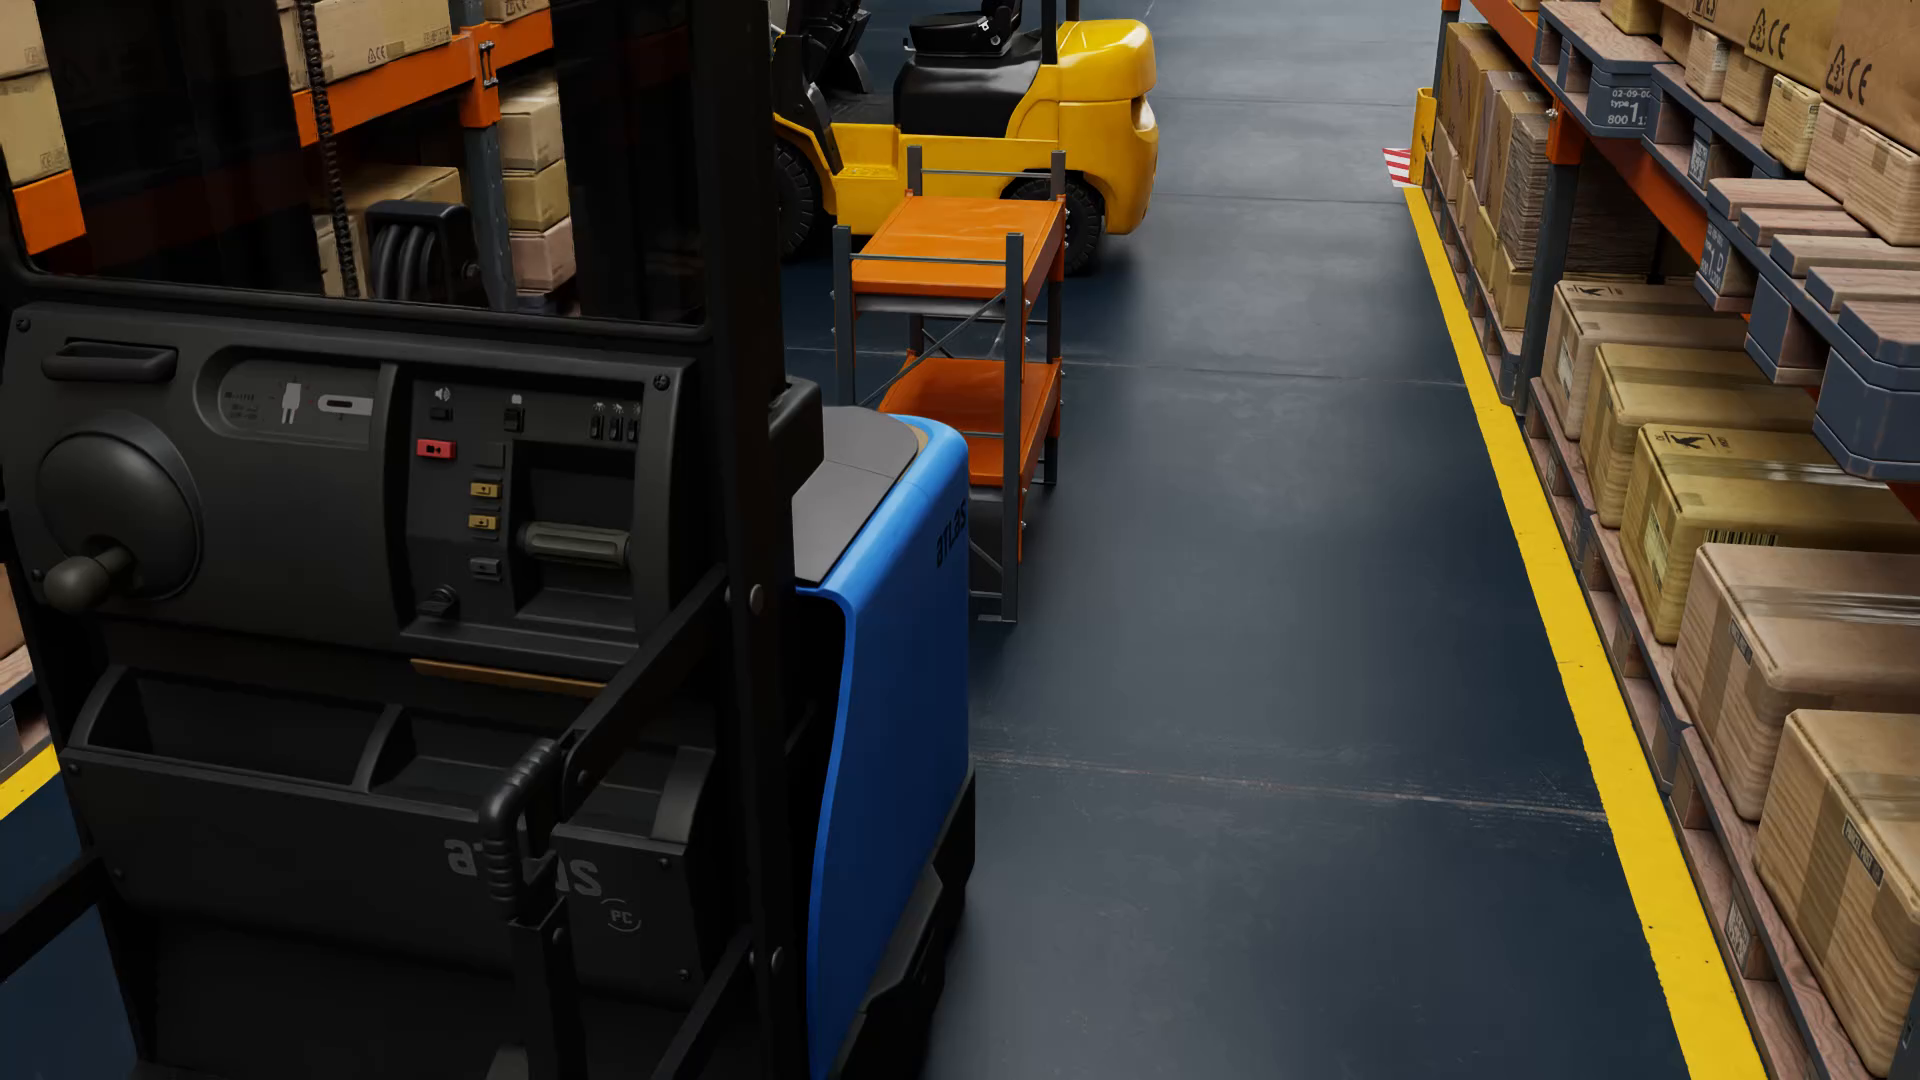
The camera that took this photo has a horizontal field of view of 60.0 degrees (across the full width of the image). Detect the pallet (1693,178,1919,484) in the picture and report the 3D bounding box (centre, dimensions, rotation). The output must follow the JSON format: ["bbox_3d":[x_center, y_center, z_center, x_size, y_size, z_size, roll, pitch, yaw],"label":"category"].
[{"bbox_3d":[1.941,-0.348,2.681,1.213,0.211,1.003,4,25,9],"label":"pallet"}]

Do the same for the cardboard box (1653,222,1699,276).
[{"bbox_3d":[2.946,-1.315,6.384,0.500,0.500,0.500,5,26,11],"label":"cardboard box"}]

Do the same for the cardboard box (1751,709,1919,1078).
[{"bbox_3d":[2.032,0.635,2.959,0.950,0.372,0.625,2,25,5],"label":"cardboard box"}]

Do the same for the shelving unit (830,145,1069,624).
[{"bbox_3d":[-0.001,-0.507,5.005,0.538,1.125,1.048,4,25,9],"label":"shelving unit"}]

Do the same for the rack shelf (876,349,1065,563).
[{"bbox_3d":[-0.001,-0.285,5.109,0.538,0.278,1.000,4,25,9],"label":"rack shelf"}]

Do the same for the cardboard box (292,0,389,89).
[{"bbox_3d":[-2.215,-1.637,5.386,0.500,0.250,0.500,4,25,8],"label":"cardboard box"}]

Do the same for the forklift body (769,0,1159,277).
[{"bbox_3d":[-0.170,-2.514,8.083,2.313,2.155,1.214,4,25,9],"label":"forklift body"}]

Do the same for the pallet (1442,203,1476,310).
[{"bbox_3d":[2.856,-1.334,7.852,1.003,0.211,1.213,4,25,9],"label":"pallet"}]

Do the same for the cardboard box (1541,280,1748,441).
[{"bbox_3d":[2.500,-0.583,5.561,0.950,0.372,0.625,4,25,9],"label":"cardboard box"}]

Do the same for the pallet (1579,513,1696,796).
[{"bbox_3d":[2.261,0.298,4.364,1.003,0.211,1.213,4,25,9],"label":"pallet"}]

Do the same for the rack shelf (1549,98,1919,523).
[{"bbox_3d":[2.257,-0.640,3.927,1.077,0.370,4.000,4,25,9],"label":"rack shelf"}]

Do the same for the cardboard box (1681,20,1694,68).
[{"bbox_3d":[2.036,-1.234,4.148,0.380,0.149,0.250,4,25,9],"label":"cardboard box"}]

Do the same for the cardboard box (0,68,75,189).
[{"bbox_3d":[-2.490,-0.998,4.021,0.500,0.250,0.500,3,25,7],"label":"cardboard box"}]

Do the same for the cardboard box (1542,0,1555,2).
[{"bbox_3d":[2.369,-1.949,6.171,0.380,0.149,0.250,5,25,10],"label":"cardboard box"}]

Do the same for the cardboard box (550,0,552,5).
[{"bbox_3d":[-1.915,-2.576,7.098,0.500,0.500,0.500,4,25,9],"label":"cardboard box"}]

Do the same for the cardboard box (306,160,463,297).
[{"bbox_3d":[-2.388,-1.040,6.240,0.875,0.625,0.625,5,26,11],"label":"cardboard box"}]

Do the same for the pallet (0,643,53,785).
[{"bbox_3d":[-2.795,0.450,4.040,1.003,0.211,1.213,4,25,9],"label":"pallet"}]

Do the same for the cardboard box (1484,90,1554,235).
[{"bbox_3d":[2.497,-1.566,6.920,0.500,0.500,0.500,4,25,9],"label":"cardboard box"}]

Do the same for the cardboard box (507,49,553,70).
[{"bbox_3d":[-2.260,-2.185,7.949,0.500,0.250,0.500,4,25,9],"label":"cardboard box"}]

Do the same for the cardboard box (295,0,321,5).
[{"bbox_3d":[-2.219,-1.864,5.282,0.500,0.250,0.500,3,25,7],"label":"cardboard box"}]

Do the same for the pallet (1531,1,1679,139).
[{"bbox_3d":[2.315,-1.406,4.941,1.003,0.211,1.213,4,25,9],"label":"pallet"}]

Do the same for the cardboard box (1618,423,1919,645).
[{"bbox_3d":[2.274,0.009,4.297,0.950,0.372,0.625,5,26,10],"label":"cardboard box"}]

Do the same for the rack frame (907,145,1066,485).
[{"bbox_3d":[0.082,-0.719,5.460,0.500,1.125,0.032,4,25,9],"label":"rack frame"}]

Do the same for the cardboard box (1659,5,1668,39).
[{"bbox_3d":[2.161,-1.442,4.593,0.380,0.149,0.250,6,26,12],"label":"cardboard box"}]

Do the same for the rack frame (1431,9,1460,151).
[{"bbox_3d":[3.237,-3.475,9.136,1.000,3.000,0.127,4,25,9],"label":"rack frame"}]

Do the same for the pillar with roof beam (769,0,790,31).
[{"bbox_3d":[2.565,-8.517,12.831,9.100,9.000,0.400,4,25,9],"label":"pillar with roof beam"}]

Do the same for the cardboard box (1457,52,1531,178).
[{"bbox_3d":[2.658,-2.003,7.855,0.500,0.500,0.500,5,25,10],"label":"cardboard box"}]

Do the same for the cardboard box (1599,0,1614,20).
[{"bbox_3d":[2.182,-1.669,5.079,0.380,0.149,0.250,4,25,9],"label":"cardboard box"}]

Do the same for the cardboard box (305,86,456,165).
[{"bbox_3d":[-2.424,-1.762,7.044,0.500,0.250,0.500,5,25,10],"label":"cardboard box"}]

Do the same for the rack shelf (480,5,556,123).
[{"bbox_3d":[-1.987,-2.655,8.233,1.077,0.370,4.000,4,25,9],"label":"rack shelf"}]

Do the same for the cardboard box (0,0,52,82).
[{"bbox_3d":[-2.468,-1.226,3.918,0.500,0.250,0.500,3,25,7],"label":"cardboard box"}]

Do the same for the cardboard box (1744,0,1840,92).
[{"bbox_3d":[1.885,-1.137,3.177,0.500,0.500,0.500,2,25,5],"label":"cardboard box"}]

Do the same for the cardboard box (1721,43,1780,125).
[{"bbox_3d":[1.927,-1.013,3.676,0.380,0.149,0.250,3,25,7],"label":"cardboard box"}]

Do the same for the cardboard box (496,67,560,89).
[{"bbox_3d":[-1.832,-1.936,7.416,0.500,0.250,0.500,4,25,9],"label":"cardboard box"}]

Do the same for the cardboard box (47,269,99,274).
[{"bbox_3d":[-2.643,-0.402,4.876,0.875,0.625,0.625,3,25,6],"label":"cardboard box"}]

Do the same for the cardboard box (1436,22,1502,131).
[{"bbox_3d":[2.829,-2.431,8.770,0.500,0.500,0.500,3,25,7],"label":"cardboard box"}]

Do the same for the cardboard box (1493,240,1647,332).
[{"bbox_3d":[2.415,-1.013,6.624,0.500,0.250,0.500,5,26,11],"label":"cardboard box"}]

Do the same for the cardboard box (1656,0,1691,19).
[{"bbox_3d":[2.049,-1.581,4.125,0.500,0.500,0.500,4,25,8],"label":"cardboard box"}]

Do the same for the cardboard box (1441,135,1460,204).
[{"bbox_3d":[2.742,-1.889,8.495,0.500,0.250,0.500,5,26,10],"label":"cardboard box"}]

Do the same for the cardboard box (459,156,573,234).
[{"bbox_3d":[-1.930,-1.497,7.068,0.500,0.250,0.500,4,25,8],"label":"cardboard box"}]

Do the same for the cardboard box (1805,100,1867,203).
[{"bbox_3d":[1.770,-0.689,2.986,0.380,0.149,0.250,3,25,6],"label":"cardboard box"}]

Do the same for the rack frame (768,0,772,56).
[{"bbox_3d":[-1.660,-3.818,9.867,1.000,3.000,0.127,4,25,9],"label":"rack frame"}]

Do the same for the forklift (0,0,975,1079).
[{"bbox_3d":[-0.831,-0.037,1.872,1.130,2.935,3.031,6,26,13],"label":"forklift"}]

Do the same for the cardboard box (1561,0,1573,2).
[{"bbox_3d":[2.411,-2.185,5.912,0.500,0.500,0.500,3,25,7],"label":"cardboard box"}]

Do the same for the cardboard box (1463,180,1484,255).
[{"bbox_3d":[2.580,-1.449,7.555,0.500,0.250,0.500,4,25,9],"label":"cardboard box"}]
